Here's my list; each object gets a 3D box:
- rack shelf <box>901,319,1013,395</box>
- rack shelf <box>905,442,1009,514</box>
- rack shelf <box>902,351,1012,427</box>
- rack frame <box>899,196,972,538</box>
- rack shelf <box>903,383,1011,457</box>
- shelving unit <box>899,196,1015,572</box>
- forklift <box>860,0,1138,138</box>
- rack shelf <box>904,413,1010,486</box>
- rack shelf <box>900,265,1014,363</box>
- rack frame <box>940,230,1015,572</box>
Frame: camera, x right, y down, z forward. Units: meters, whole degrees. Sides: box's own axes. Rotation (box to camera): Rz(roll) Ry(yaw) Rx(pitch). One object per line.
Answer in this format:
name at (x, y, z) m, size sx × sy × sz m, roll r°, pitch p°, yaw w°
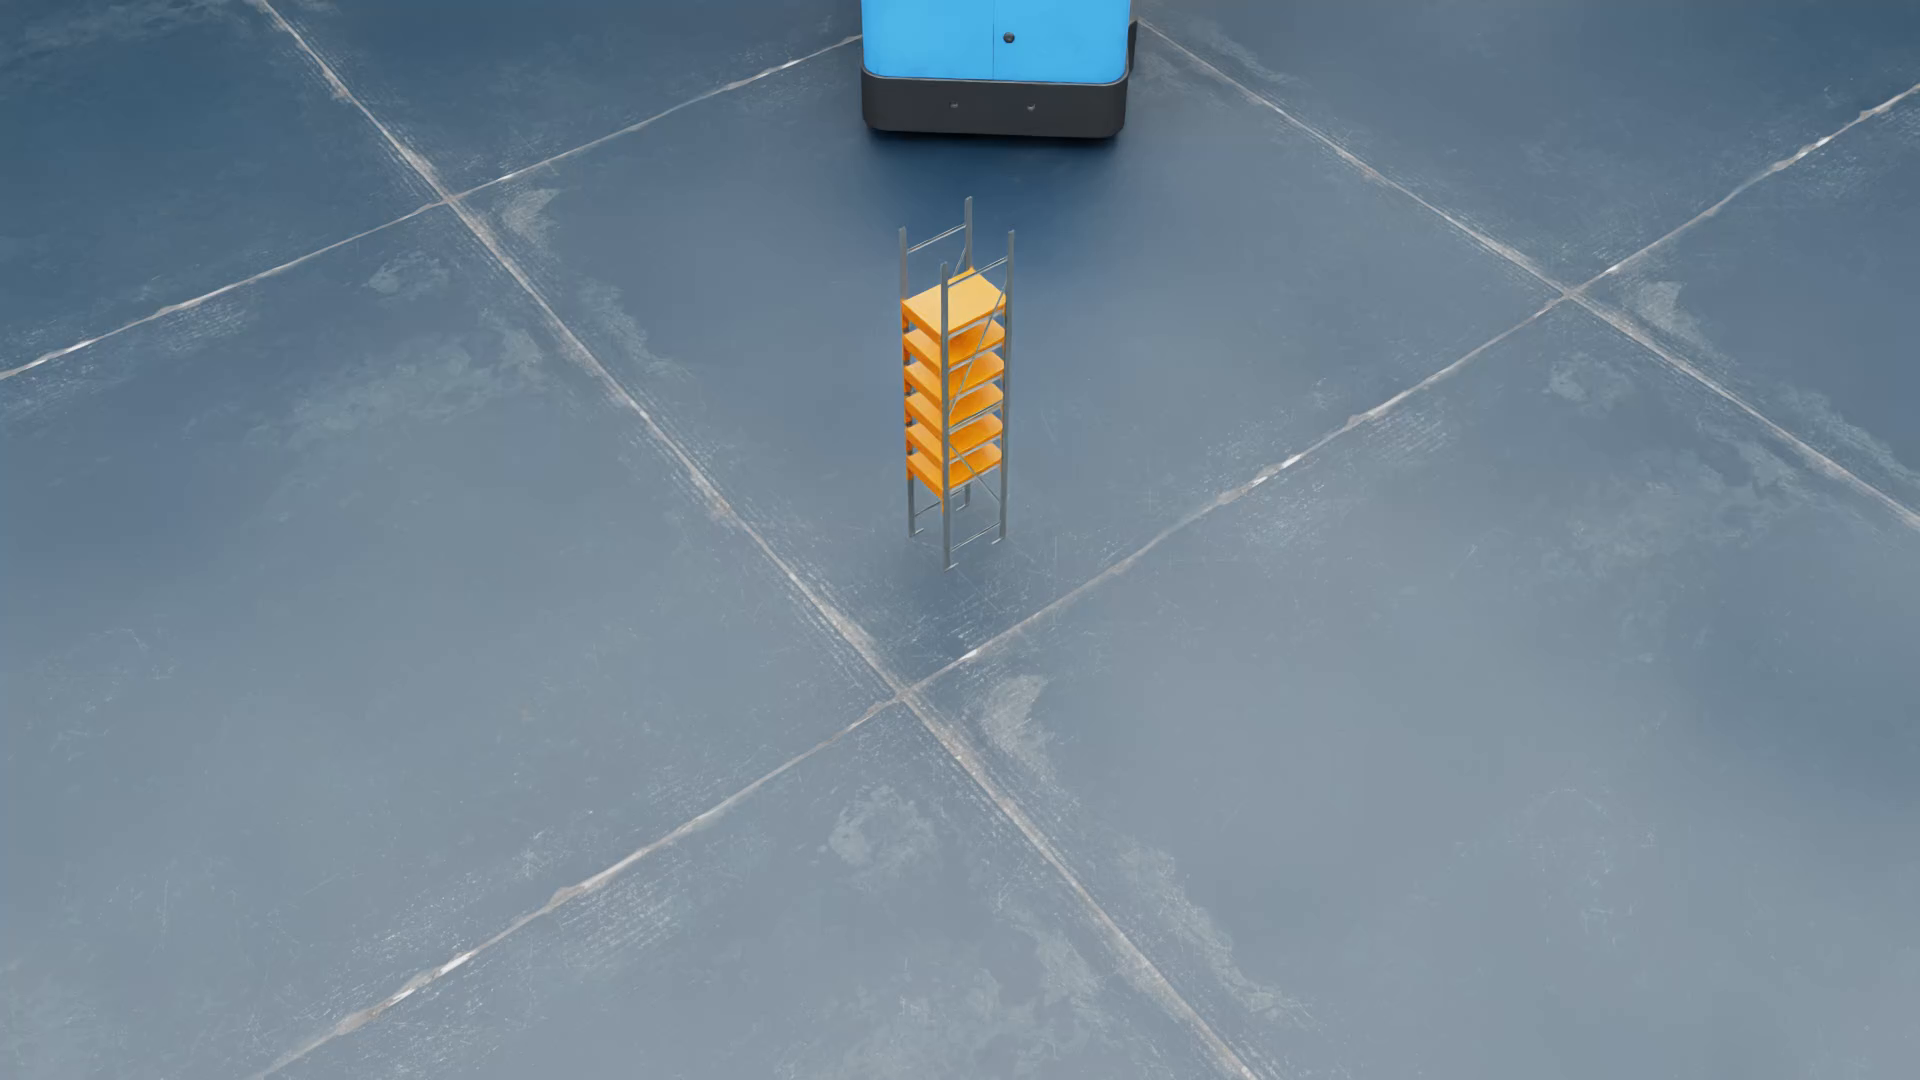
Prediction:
rack shelf at (-0.009, -0.543, 4.668) m, size 0.258 × 0.103 × 0.180 m, roll -29°, pitch 54°, yaw -24°
rack shelf at (-0.009, -0.220, 5.024) m, size 0.258 × 0.103 × 0.180 m, roll -29°, pitch 54°, yaw -24°
rack shelf at (-0.009, -0.462, 4.757) m, size 0.258 × 0.103 × 0.180 m, roll -29°, pitch 54°, yaw -24°
rack frame at (-0.064, -0.465, 4.862) m, size 0.240 × 1.200 × 0.006 m, roll -29°, pitch 54°, yaw -24°
rack shelf at (-0.009, -0.382, 4.846) m, size 0.258 × 0.103 × 0.180 m, roll -29°, pitch 54°, yaw -24°
shelving unit at (-0.009, -0.412, 4.813) m, size 0.258 × 1.200 × 0.189 m, roll -29°, pitch 54°, yaw -24°
forklift at (0.219, -3.669, 6.598) m, size 1.130 × 2.935 × 3.031 m, roll 3°, pitch 48°, yaw 2°
rack shelf at (-0.009, -0.301, 4.935) m, size 0.258 × 0.103 × 0.180 m, roll -29°, pitch 54°, yaw -24°
rack shelf at (-0.009, -0.623, 4.579) m, size 0.258 × 0.103 × 0.180 m, roll -29°, pitch 54°, yaw -24°
rack frame at (0.047, -0.358, 4.764) m, size 0.240 × 1.200 × 0.006 m, roll -29°, pitch 54°, yaw -24°
